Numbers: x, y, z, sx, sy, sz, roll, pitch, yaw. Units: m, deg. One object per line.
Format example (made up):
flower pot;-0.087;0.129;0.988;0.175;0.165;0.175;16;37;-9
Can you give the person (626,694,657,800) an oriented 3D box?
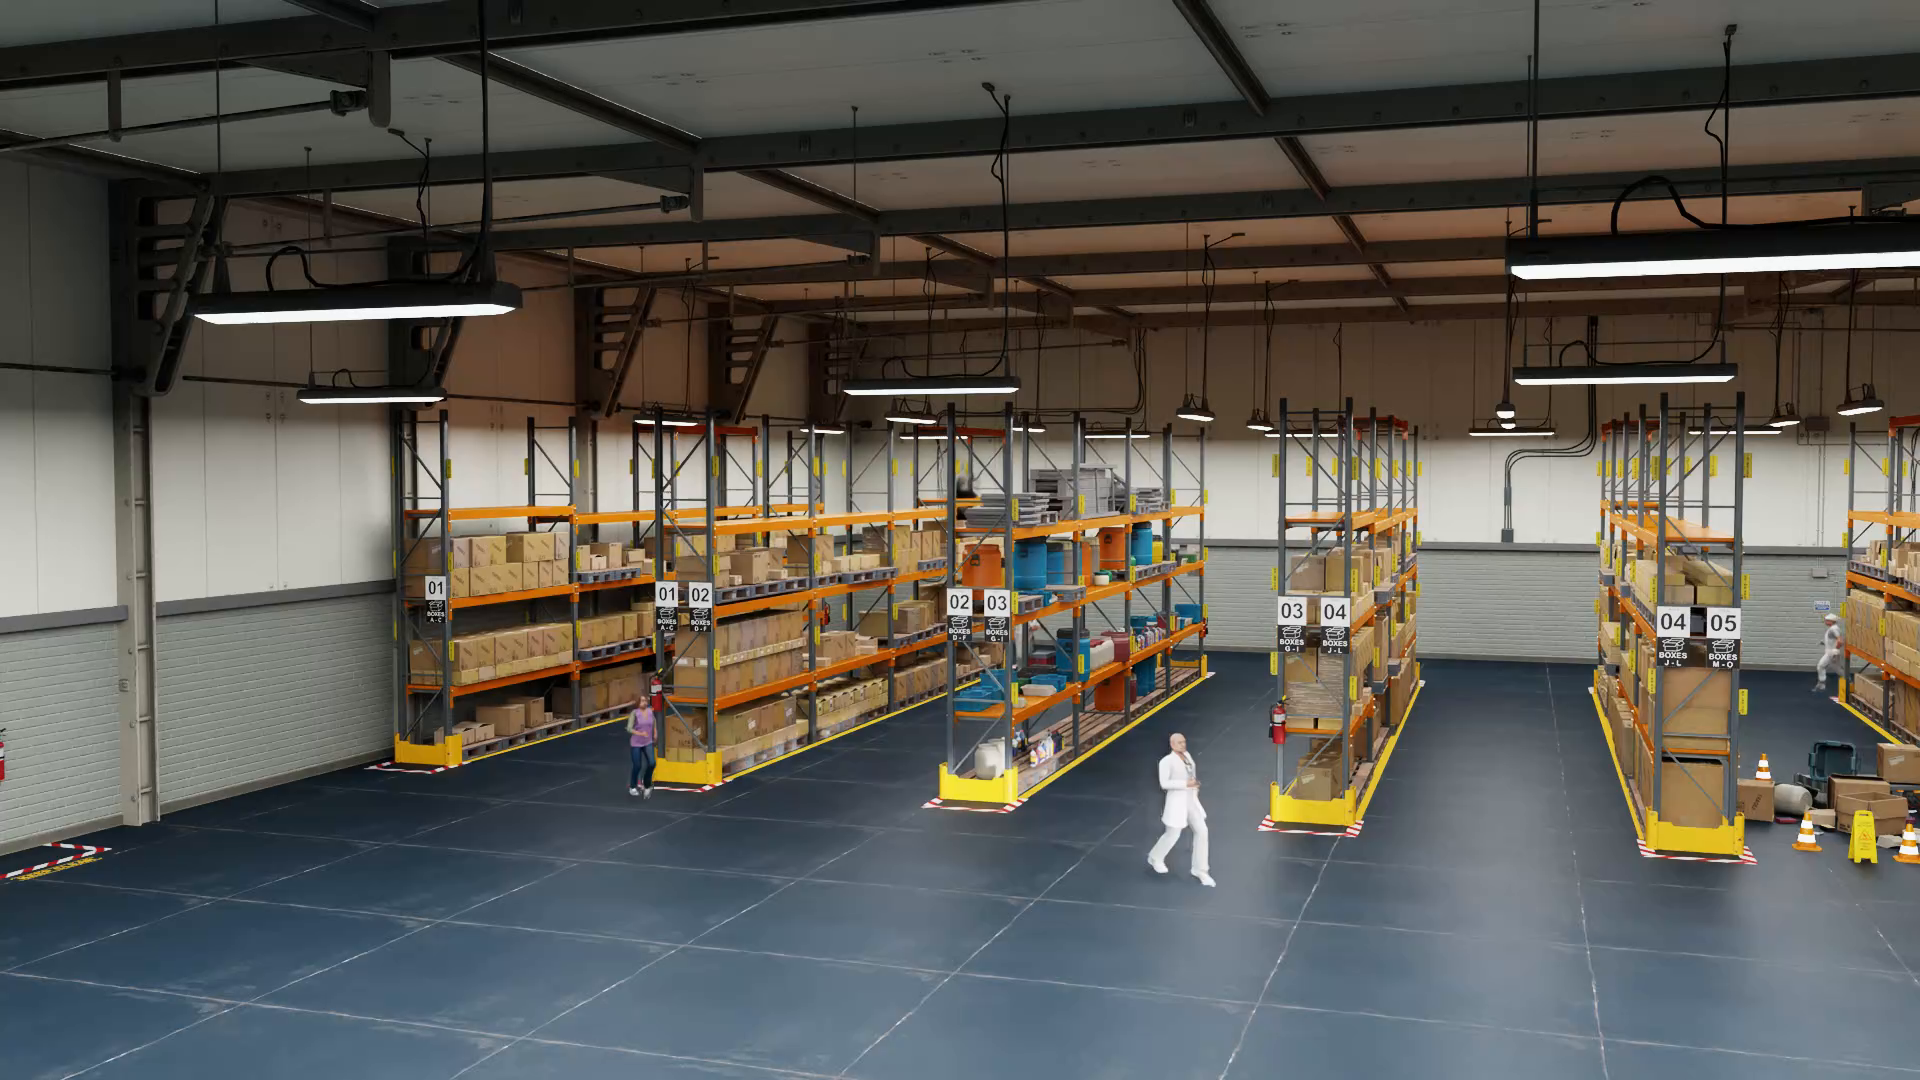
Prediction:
person;-4.793;3.134;25.197;0.561;1.624;0.662;-2;3;-35

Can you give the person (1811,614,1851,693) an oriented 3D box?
person;19.345;2.524;36.906;0.818;1.790;0.780;2;3;33

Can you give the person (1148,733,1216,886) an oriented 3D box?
person;2.705;3.255;20.255;0.729;1.811;0.974;-2;3;-36

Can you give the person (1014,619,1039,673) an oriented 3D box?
person;1.419;2.272;37.066;0.667;1.873;0.793;0;2;6
